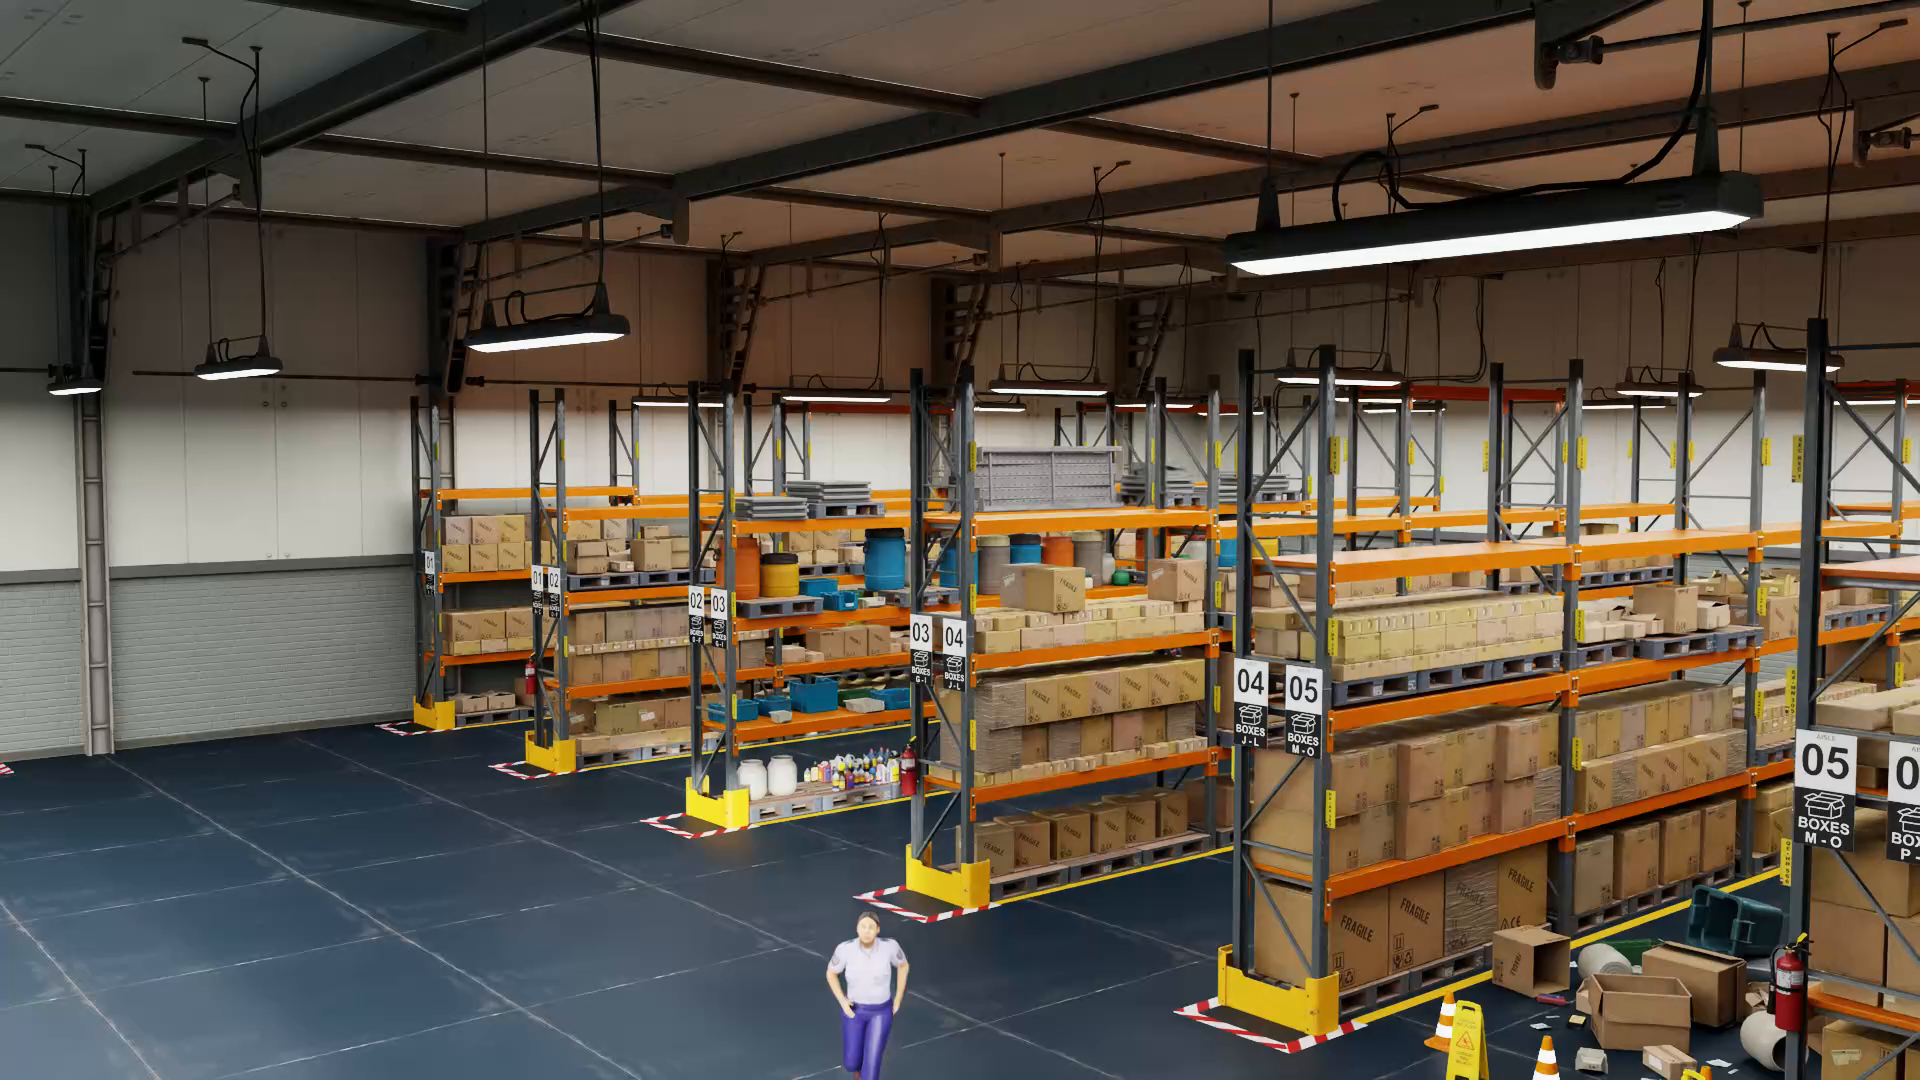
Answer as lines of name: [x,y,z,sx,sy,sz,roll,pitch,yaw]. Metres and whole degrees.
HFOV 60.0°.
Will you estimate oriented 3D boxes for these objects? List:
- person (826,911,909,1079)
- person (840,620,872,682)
person: [-0.705,3.618,12.707,0.631,1.640,0.846,0,3,0]
person: [-2.138,2.010,33.574,0.827,1.804,0.664,-3,4,-40]
